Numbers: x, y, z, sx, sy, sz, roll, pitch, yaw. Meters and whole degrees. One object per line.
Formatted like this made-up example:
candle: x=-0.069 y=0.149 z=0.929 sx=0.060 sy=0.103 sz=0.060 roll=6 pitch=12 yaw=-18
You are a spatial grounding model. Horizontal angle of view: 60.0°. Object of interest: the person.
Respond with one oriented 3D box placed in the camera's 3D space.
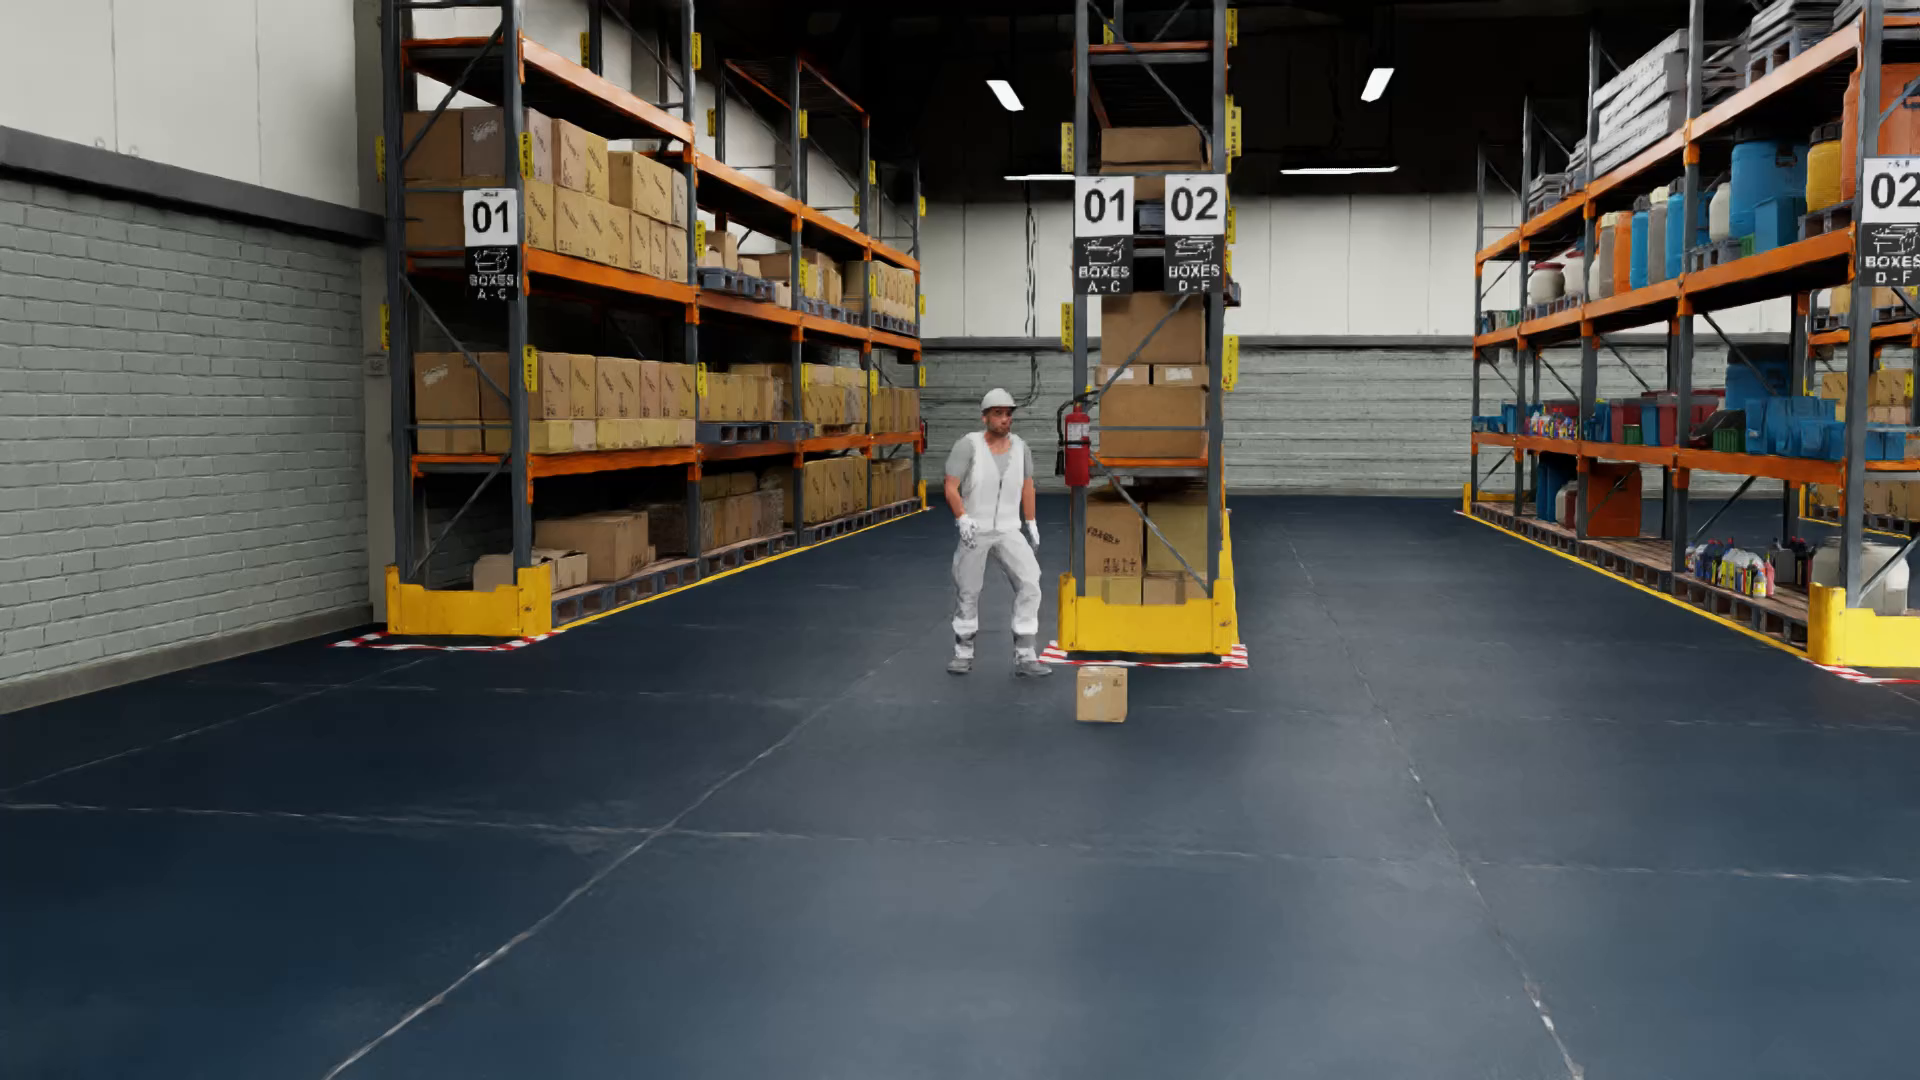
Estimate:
person: x=0.207 y=-0.043 z=10.078 sx=0.660 sy=1.745 sz=0.719 roll=-1 pitch=5 yaw=-16
